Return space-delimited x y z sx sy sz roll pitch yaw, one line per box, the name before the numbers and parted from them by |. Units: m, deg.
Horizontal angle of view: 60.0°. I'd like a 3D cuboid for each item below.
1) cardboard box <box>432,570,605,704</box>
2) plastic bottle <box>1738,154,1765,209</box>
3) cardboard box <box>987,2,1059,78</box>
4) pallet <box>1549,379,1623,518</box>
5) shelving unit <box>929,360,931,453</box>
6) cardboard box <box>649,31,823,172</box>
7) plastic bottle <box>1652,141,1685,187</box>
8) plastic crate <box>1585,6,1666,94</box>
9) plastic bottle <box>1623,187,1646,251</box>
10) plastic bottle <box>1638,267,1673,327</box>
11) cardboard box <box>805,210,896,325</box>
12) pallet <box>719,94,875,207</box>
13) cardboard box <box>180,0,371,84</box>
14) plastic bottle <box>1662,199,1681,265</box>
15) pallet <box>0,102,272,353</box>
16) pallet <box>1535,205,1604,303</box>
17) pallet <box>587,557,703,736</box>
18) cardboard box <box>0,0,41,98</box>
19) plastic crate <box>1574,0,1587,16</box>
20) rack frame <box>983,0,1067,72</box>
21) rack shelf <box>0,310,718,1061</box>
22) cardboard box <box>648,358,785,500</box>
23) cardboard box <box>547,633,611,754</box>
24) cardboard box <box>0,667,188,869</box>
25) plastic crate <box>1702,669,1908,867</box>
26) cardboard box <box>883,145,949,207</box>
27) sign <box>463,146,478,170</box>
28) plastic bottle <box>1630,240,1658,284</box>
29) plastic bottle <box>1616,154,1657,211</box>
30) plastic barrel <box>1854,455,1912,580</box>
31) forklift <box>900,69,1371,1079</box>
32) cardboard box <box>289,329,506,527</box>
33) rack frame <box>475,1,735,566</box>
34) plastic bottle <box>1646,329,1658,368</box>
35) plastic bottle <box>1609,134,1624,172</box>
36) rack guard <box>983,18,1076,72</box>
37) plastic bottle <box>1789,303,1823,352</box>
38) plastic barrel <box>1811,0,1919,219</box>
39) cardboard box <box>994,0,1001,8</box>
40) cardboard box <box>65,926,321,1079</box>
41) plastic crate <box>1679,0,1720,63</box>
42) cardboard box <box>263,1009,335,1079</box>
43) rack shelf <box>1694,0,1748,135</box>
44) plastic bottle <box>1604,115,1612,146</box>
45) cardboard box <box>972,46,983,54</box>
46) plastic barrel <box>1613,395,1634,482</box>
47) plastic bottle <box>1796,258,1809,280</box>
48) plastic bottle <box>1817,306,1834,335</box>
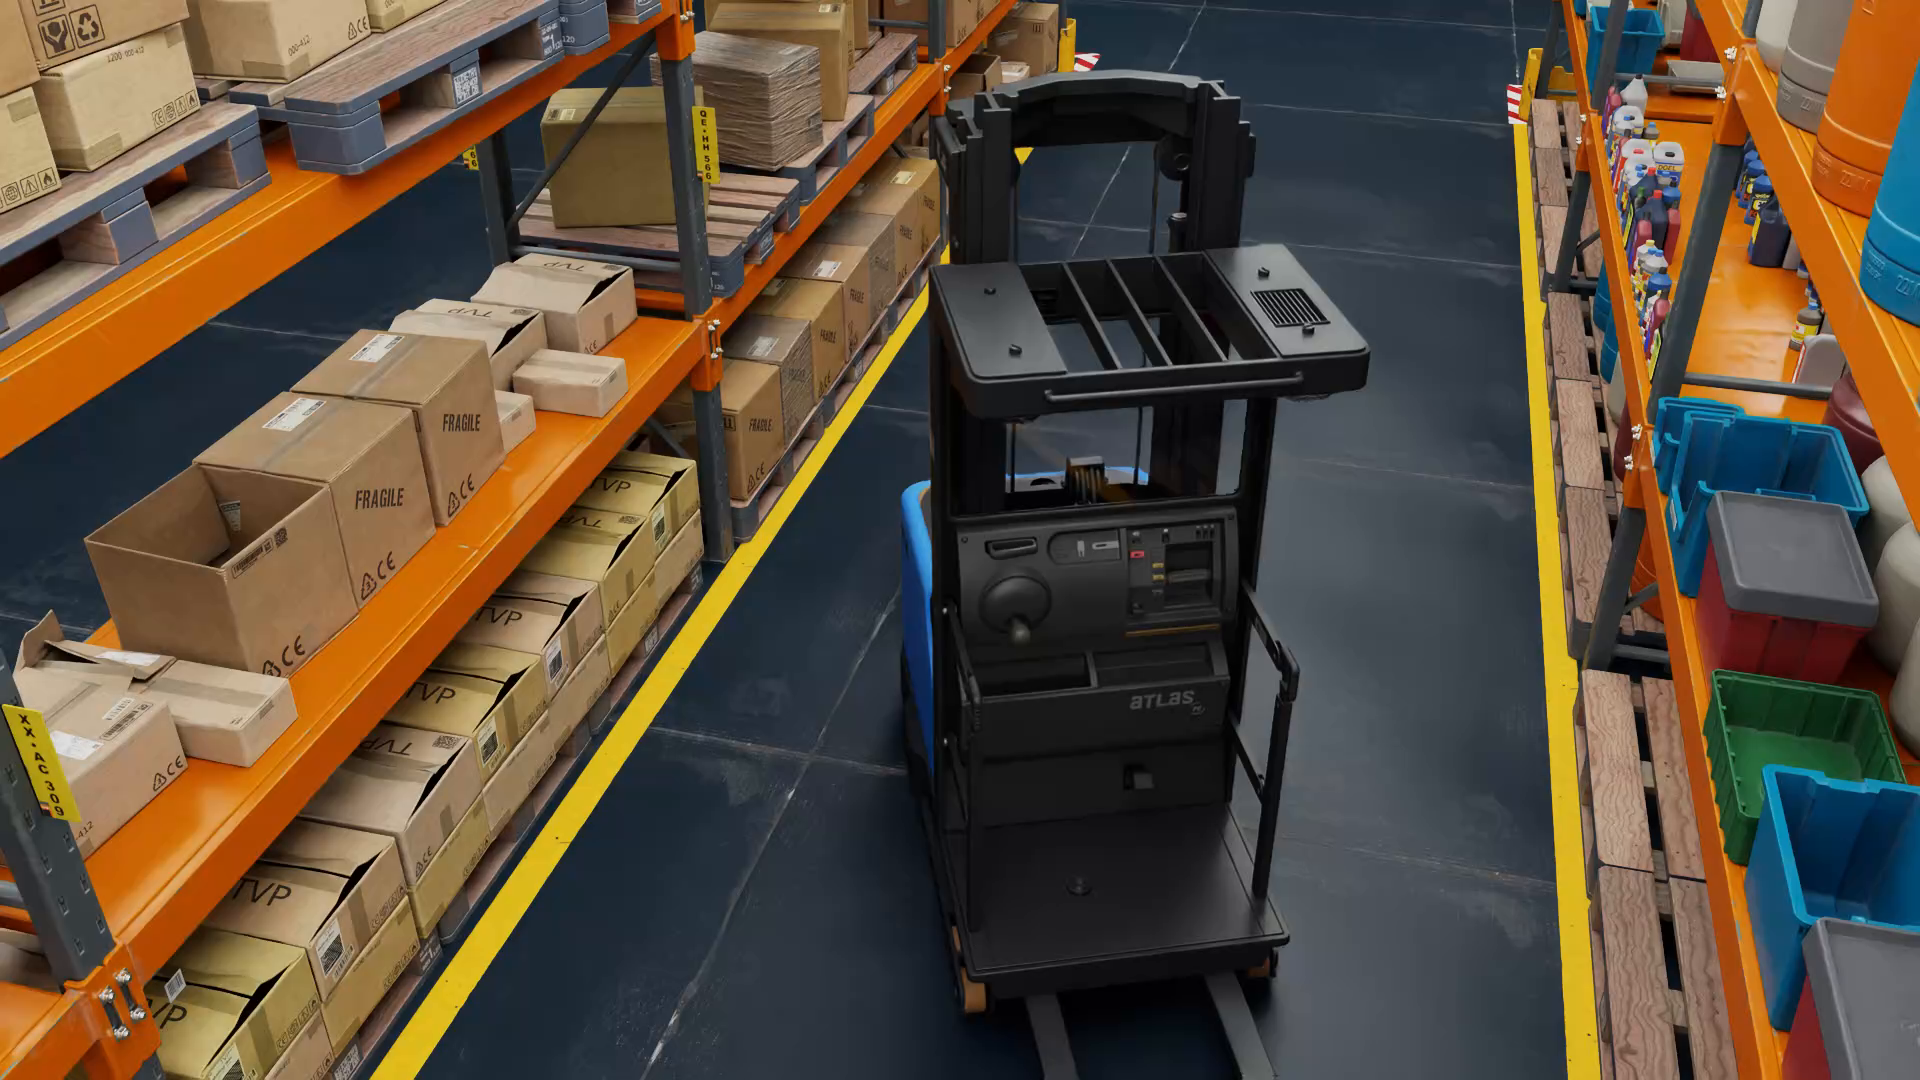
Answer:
cardboard box | -1.754 0.342 6.565 0.500 0.311 0.500 8 33 12
plastic bottle | 4.035 -1.825 8.444 0.097 0.271 0.097 0 32 0
cardboard box | 0.527 -4.209 13.994 0.500 0.500 0.500 8 33 12
pallet | 3.659 -0.435 8.737 1.003 0.211 1.213 8 33 12
shelving unit | 0.042 -0.592 8.063 0.258 1.200 0.503 8 33 12
cardboard box | -1.135 -2.252 8.512 0.700 0.500 0.500 14 35 21
plastic bottle | 3.629 -1.900 8.558 0.152 0.276 0.135 8 33 12
plastic crate | 3.991 -2.949 10.051 0.392 0.384 0.575 8 33 12
plastic bottle | 3.248 -1.543 7.990 0.061 0.283 0.133 8 33 12
plastic bottle | 3.032 -1.058 7.238 0.097 0.271 0.097 0 32 0
cardboard box | -0.697 -1.638 9.950 0.500 0.500 0.500 8 33 13
pallet | -1.114 -2.171 9.048 1.003 0.211 1.213 8 33 12
cardboard box | -2.074 -1.530 4.813 0.500 0.250 0.500 5 33 8
plastic bottle | 3.354 -1.454 7.850 0.061 0.283 0.133 8 33 12
pallet | -2.407 -0.811 4.112 0.805 0.209 1.217 7 33 10
pallet | 4.351 -1.852 10.966 1.003 0.211 1.213 8 33 12
pallet | -1.850 0.357 7.492 1.003 0.211 1.213 8 33 12
cardboard box | -2.423 -1.177 3.559 0.500 0.500 0.500 8 33 13
plastic crate | 4.426 -3.750 11.452 0.416 0.233 0.300 8 33 12
rack frame | 0.427 -5.393 13.938 1.000 3.000 0.127 8 33 12
rack shelf | -2.111 0.099 5.968 1.077 0.370 4.000 8 33 12
cardboard box | -1.211 -0.570 8.271 0.500 0.500 0.500 9 34 14
cardboard box | -1.758 0.576 6.720 0.500 0.250 0.500 9 33 13
cardboard box | -2.535 0.636 4.594 0.500 0.250 0.500 10 34 15
plastic crate | 2.341 0.657 4.618 0.450 0.188 0.662 8 33 12
cardboard box | -0.272 -2.557 11.573 0.500 0.311 0.500 8 33 12
sign | -2.130 -1.766 7.227 0.100 0.325 0.005 8 33 12
plastic bottle | 3.156 -1.281 7.654 0.097 0.201 0.097 0 32 0
plastic bottle | 3.423 -1.800 8.401 0.152 0.276 0.135 8 33 12
plastic barrel | 3.133 -0.050 5.429 0.421 0.512 0.421 0 32 0
forklift | 0.490 0.175 5.242 1.130 2.935 3.031 -5 33 -8
cardboard box | -2.013 -0.411 6.008 0.500 0.500 0.500 6 33 10
rack frame | -1.603 -1.242 7.408 1.000 3.000 0.127 8 33 12
plastic bottle | 2.924 -0.807 6.909 0.097 0.201 0.097 0 32 0
plastic bottle | 3.543 -2.072 8.899 0.097 0.201 0.097 0 32 0
rack guard | 0.408 -4.299 14.547 1.175 0.500 0.348 8 33 12
plastic bottle | 3.602 -0.910 7.070 0.097 0.201 0.097 0 32 0
plastic barrel | 2.603 -1.277 4.266 0.600 0.830 0.708 8 33 12
cardboard box | 0.061 -4.113 11.830 0.500 0.500 0.500 8 33 12
cardboard box | -2.272 1.400 4.901 0.500 0.311 0.500 8 33 13
plastic crate | 4.672 -3.123 10.251 0.402 0.464 0.583 8 33 12
cardboard box | -2.276 1.641 5.044 0.500 0.250 0.500 7 33 11
rack shelf | 3.695 -2.566 7.365 1.077 0.370 4.000 8 33 12
plastic bottle | 3.651 -2.294 9.247 0.097 0.201 0.097 0 32 0
cardboard box | -0.112 -3.916 13.766 0.500 0.250 0.500 8 33 12
plastic barrel | 3.582 -0.568 8.203 0.600 0.588 0.708 8 33 12
plastic bottle | 3.959 -1.348 7.694 0.097 0.271 0.097 0 32 0
plastic bottle | 3.727 -0.934 7.039 0.152 0.276 0.135 8 33 12
